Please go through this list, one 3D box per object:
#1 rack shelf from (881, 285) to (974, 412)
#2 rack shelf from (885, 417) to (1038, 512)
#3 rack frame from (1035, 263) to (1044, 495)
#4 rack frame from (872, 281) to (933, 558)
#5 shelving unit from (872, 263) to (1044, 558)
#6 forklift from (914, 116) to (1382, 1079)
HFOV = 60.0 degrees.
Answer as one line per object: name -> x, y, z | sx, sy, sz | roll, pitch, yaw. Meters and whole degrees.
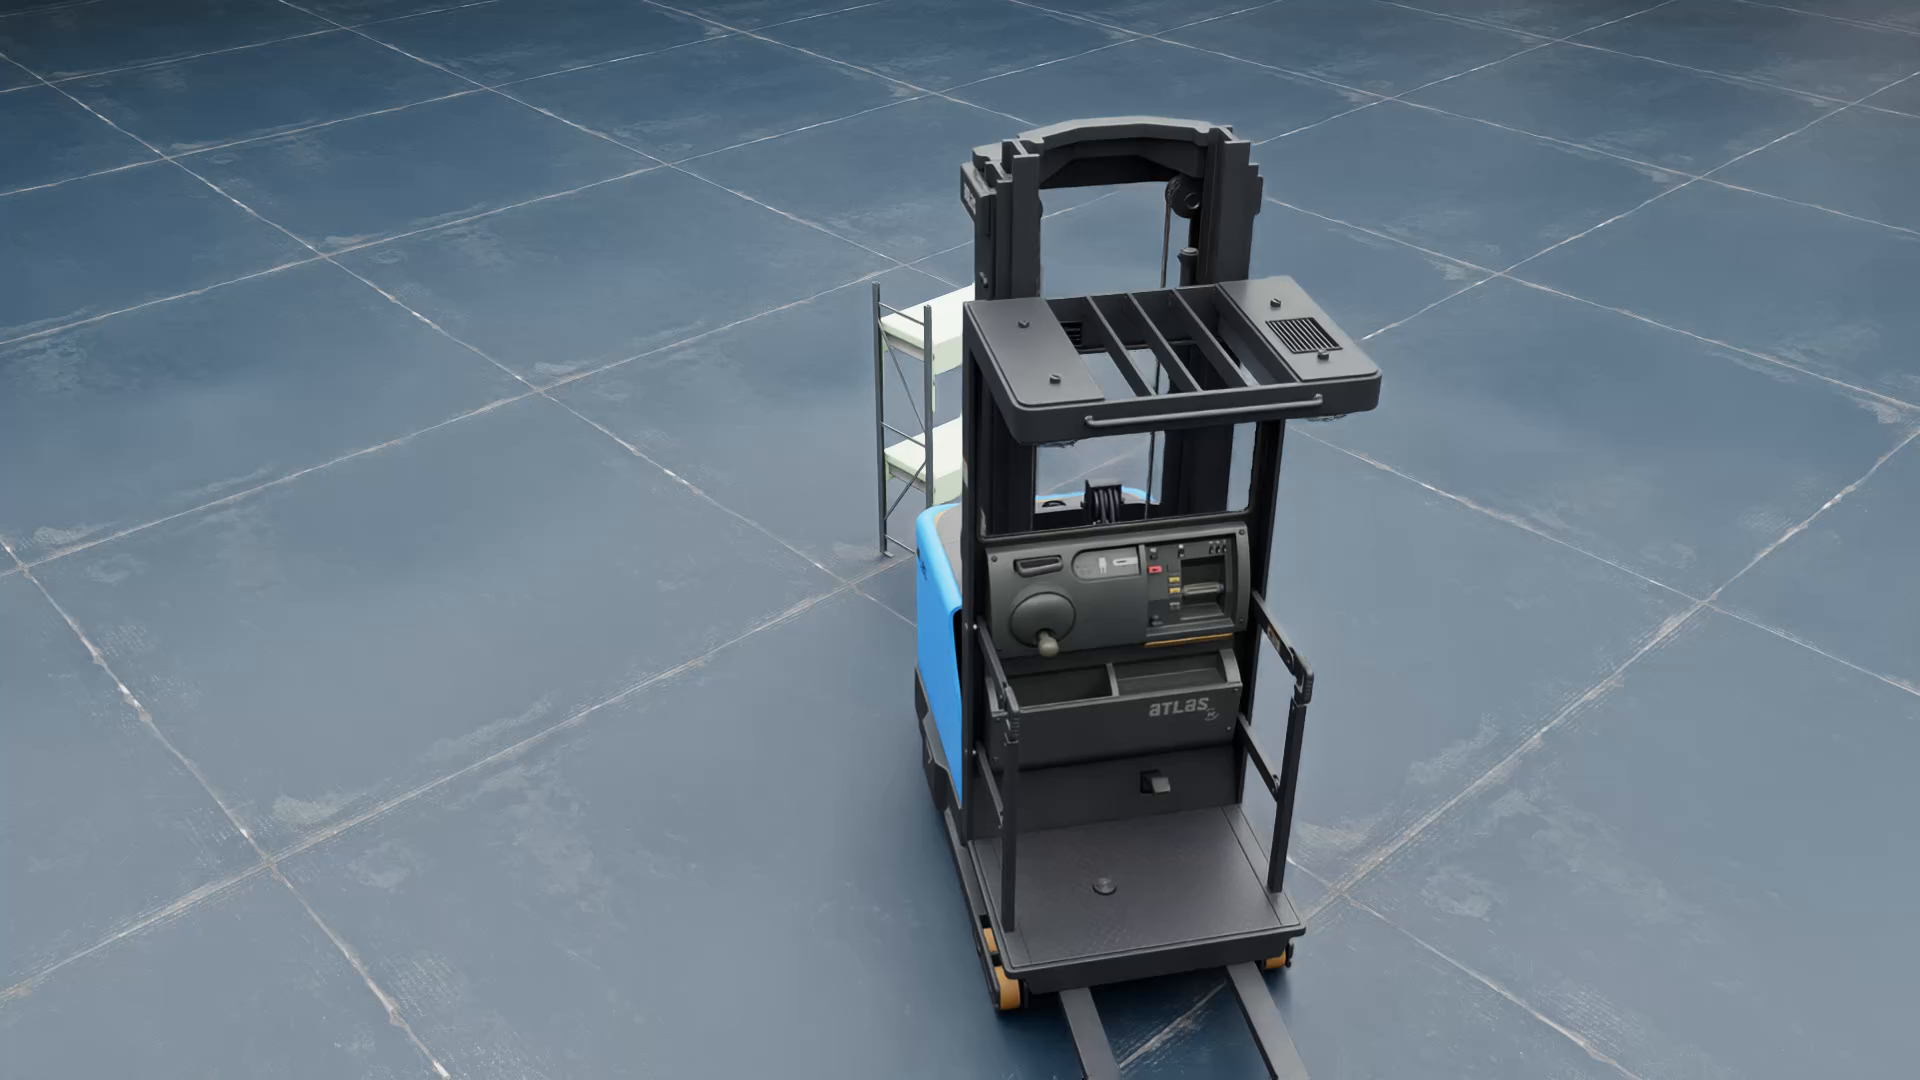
rack shelf -> -0.005, -0.970, 8.151 | 0.720, 0.370, 0.431 | -26, 40, -35
rack shelf -> -0.005, -0.359, 8.525 | 0.720, 0.370, 0.431 | -26, 40, -35
rack frame -> 0.264, -0.767, 8.567 | 0.023, 1.500, 0.400 | -26, 40, -35
rack frame -> -0.273, -0.508, 8.143 | 0.023, 1.500, 0.400 | -26, 40, -35
shelving unit -> -0.005, -0.637, 8.355 | 0.755, 1.500, 0.431 | -26, 40, -35
forklift -> 0.598, 0.228, 5.567 | 1.130, 2.935, 3.031 | -6, 32, -10
